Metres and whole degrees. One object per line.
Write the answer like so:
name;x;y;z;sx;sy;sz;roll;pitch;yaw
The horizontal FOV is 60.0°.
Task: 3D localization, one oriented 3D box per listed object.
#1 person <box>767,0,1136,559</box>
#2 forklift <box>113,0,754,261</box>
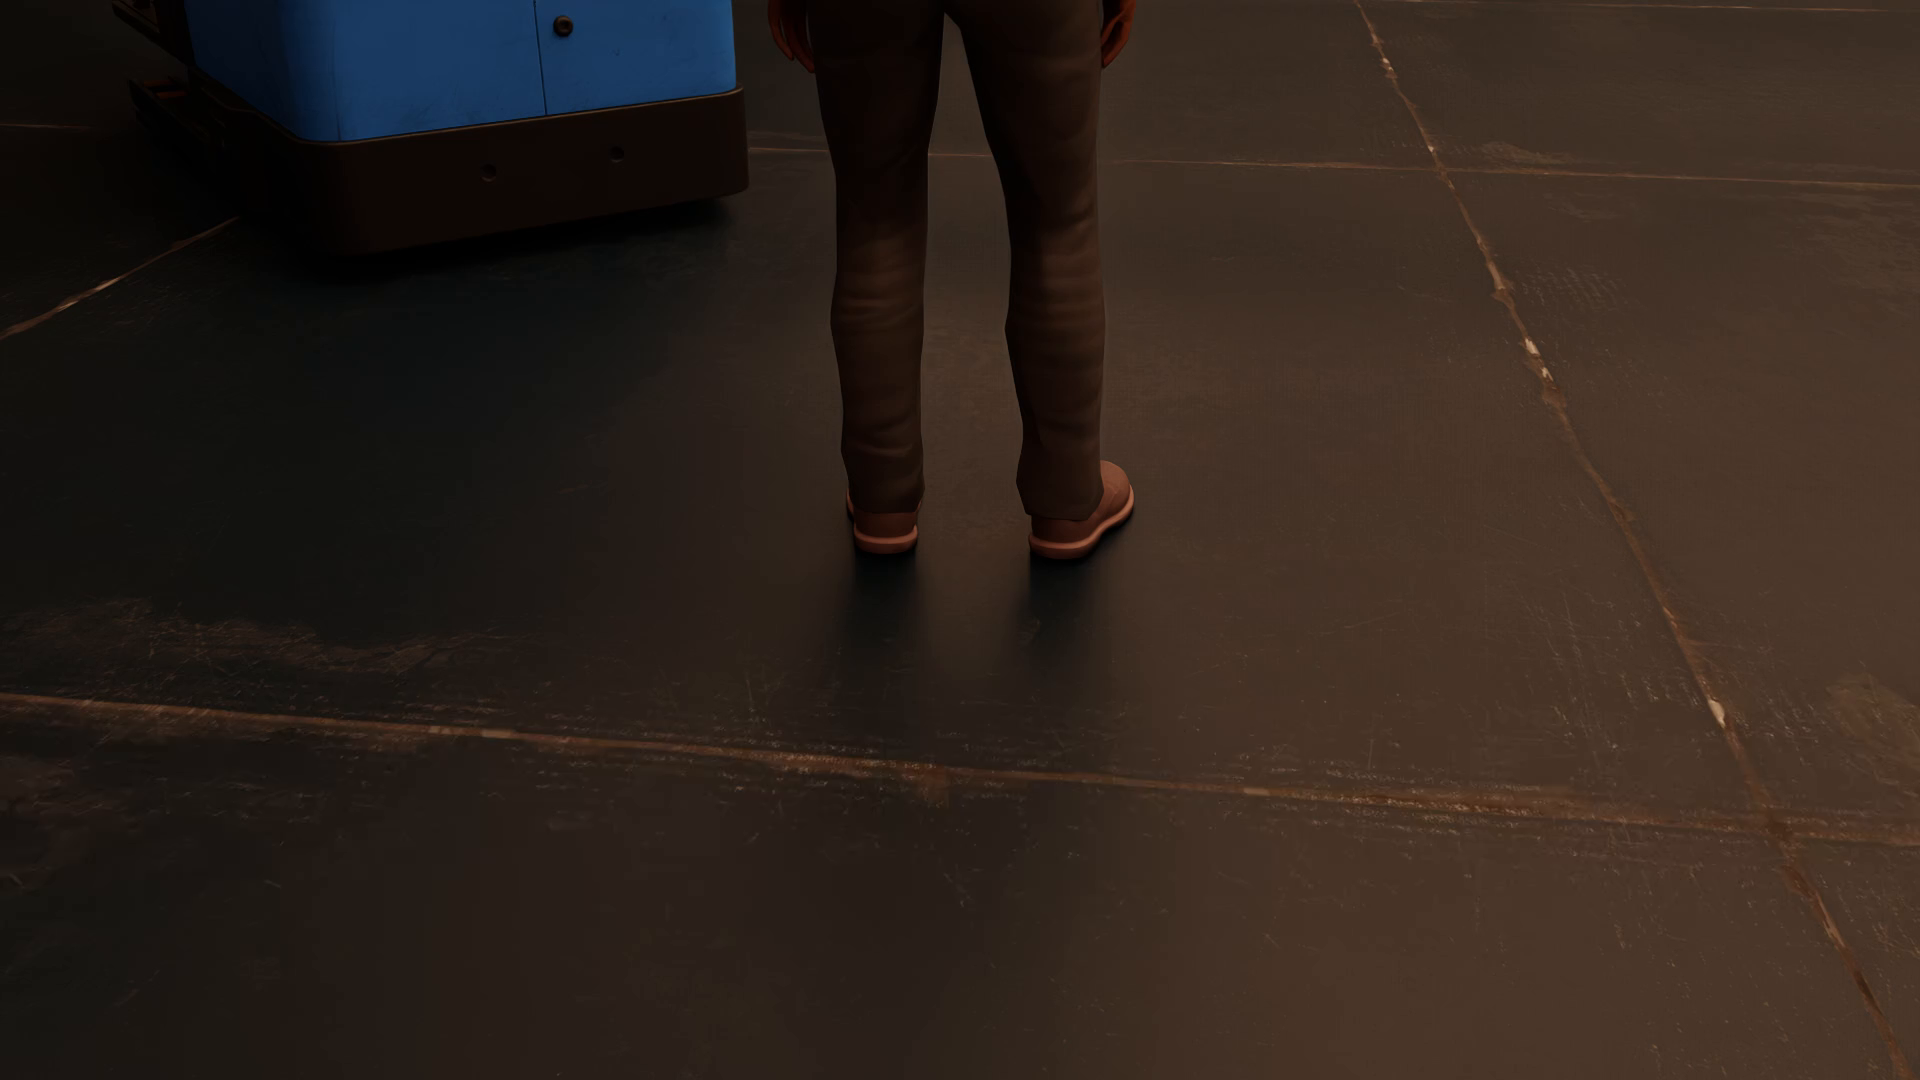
person;0.001;-0.756;2.166;0.528;1.653;0.349;2;27;4
forklift;-1.748;-2.516;4.261;1.130;2.935;3.031;-17;31;-30
